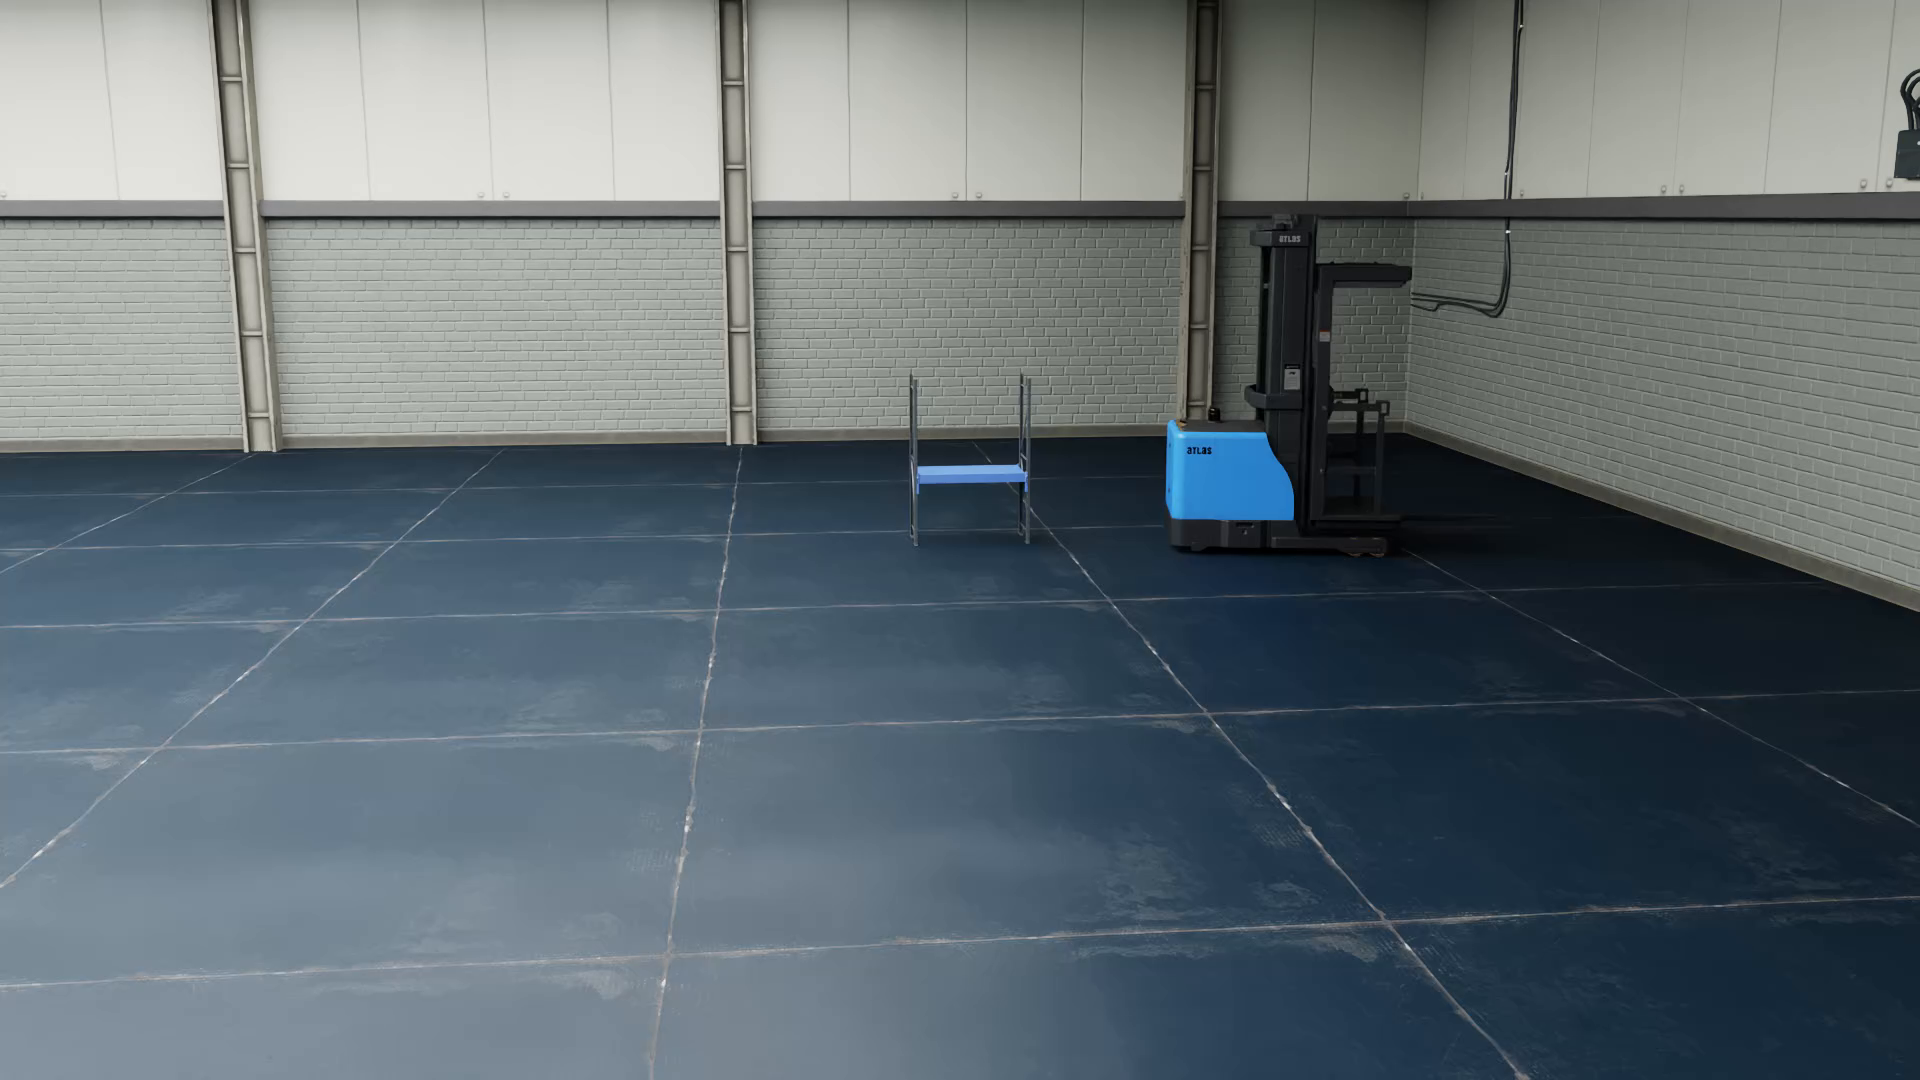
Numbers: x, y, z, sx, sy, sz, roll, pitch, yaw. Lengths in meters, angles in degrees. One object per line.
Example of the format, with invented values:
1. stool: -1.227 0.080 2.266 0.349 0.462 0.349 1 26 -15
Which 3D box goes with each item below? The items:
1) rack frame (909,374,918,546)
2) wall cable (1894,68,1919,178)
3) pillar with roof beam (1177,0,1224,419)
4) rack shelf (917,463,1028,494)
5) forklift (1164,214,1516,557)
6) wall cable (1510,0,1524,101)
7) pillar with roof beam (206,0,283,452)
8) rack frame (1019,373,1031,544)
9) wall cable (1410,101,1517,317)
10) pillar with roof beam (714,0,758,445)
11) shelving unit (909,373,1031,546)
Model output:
1. rack frame: -0.421 -0.727 15.061 0.032 1.500 0.500 -1 11 -6
2. wall cable: 7.210 -5.456 10.859 0.169 6.003 2.305 -1 11 -6
3. pillar with roof beam: 3.594 -4.975 17.228 0.400 9.000 9.100 -1 11 -6
4. rack shelf: 0.085 -0.561 15.149 1.000 0.185 0.538 -1 11 -6
5. forklift: 3.390 -1.397 14.756 3.031 2.935 1.130 1 11 3
6. wall cable: 6.493 -6.044 17.623 0.112 2.526 3.097 -1 11 -6
7. pillar with roof beam: -8.335 -4.725 15.957 0.400 9.000 9.100 -1 11 -6
8. rack frame: 0.590 -0.748 15.168 0.032 1.500 0.500 -1 11 -6
9. wall cable: 6.201 -4.085 20.749 0.112 2.526 3.097 -1 11 -6
10. pillar with roof beam: -2.371 -4.850 16.592 0.400 9.000 9.100 -1 11 -6
11. shelving unit: 0.085 -0.738 15.114 1.048 1.500 0.538 -1 11 -6
